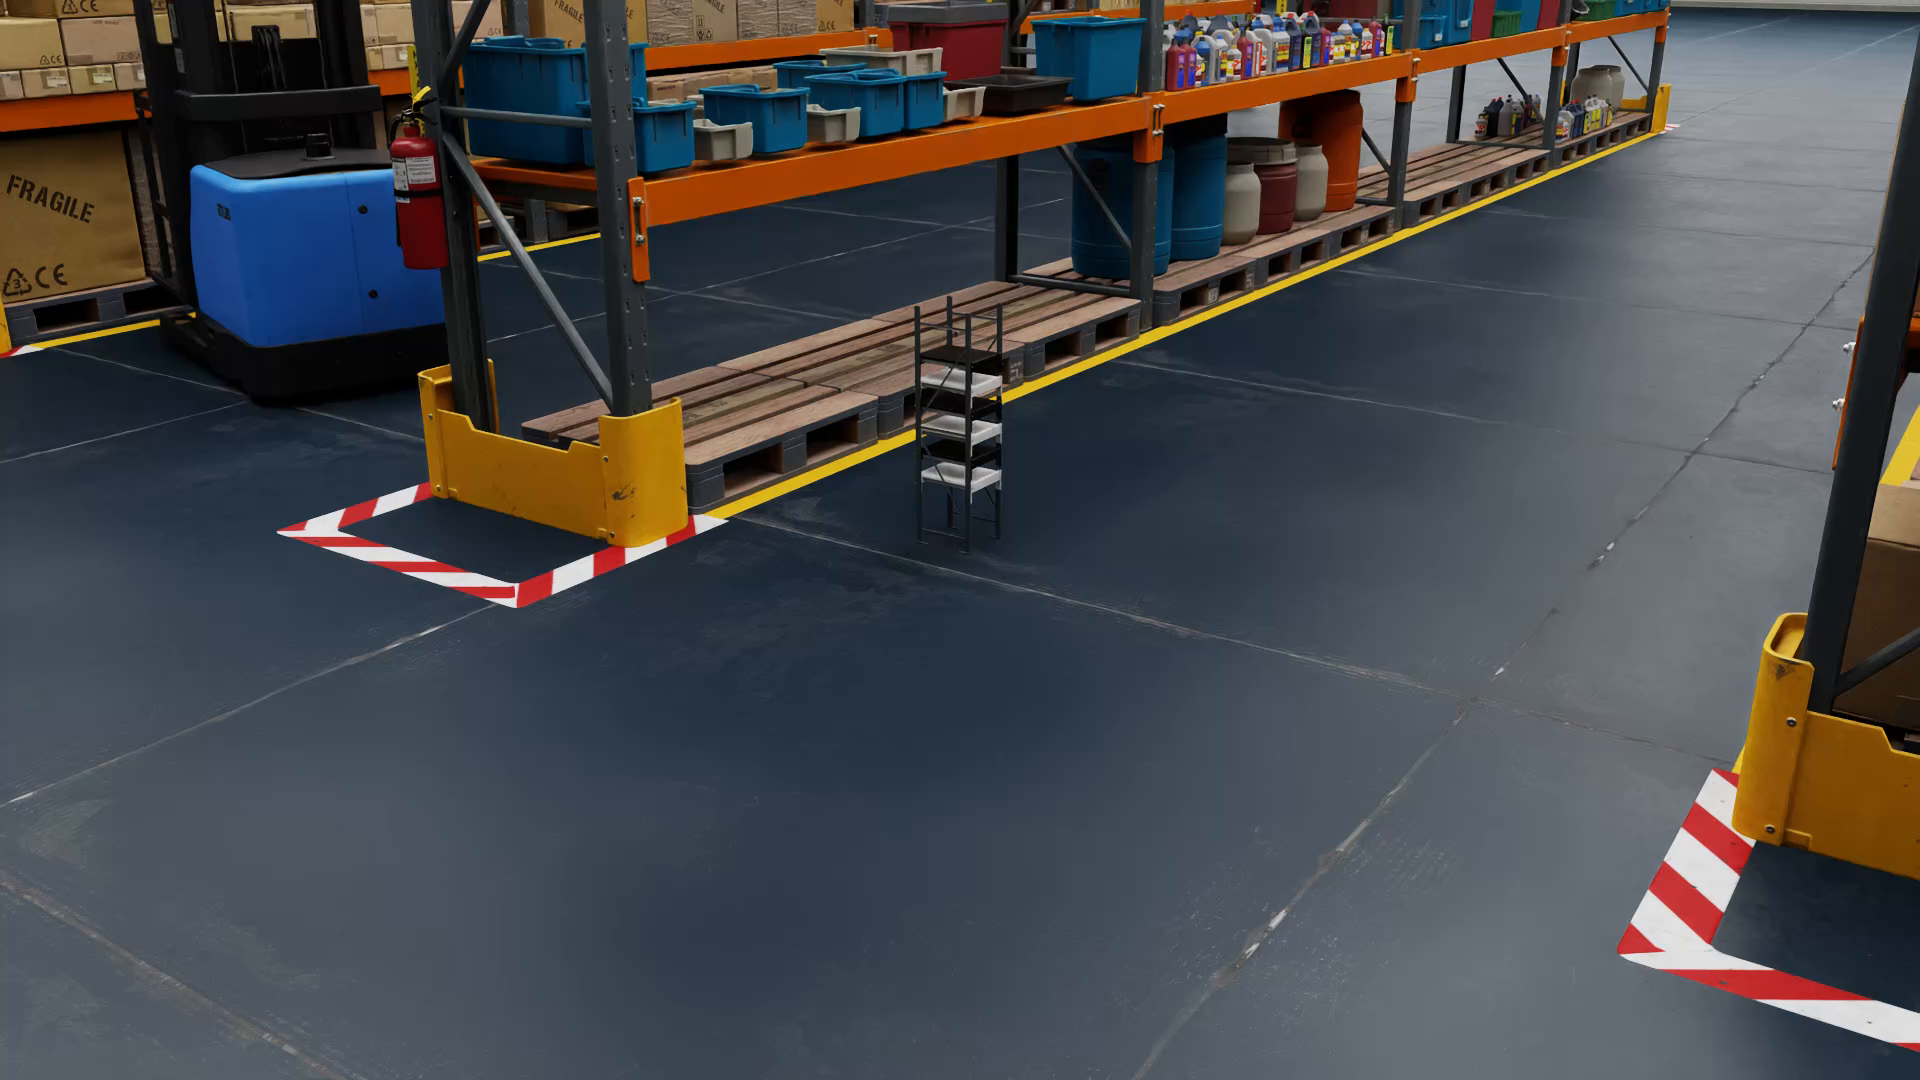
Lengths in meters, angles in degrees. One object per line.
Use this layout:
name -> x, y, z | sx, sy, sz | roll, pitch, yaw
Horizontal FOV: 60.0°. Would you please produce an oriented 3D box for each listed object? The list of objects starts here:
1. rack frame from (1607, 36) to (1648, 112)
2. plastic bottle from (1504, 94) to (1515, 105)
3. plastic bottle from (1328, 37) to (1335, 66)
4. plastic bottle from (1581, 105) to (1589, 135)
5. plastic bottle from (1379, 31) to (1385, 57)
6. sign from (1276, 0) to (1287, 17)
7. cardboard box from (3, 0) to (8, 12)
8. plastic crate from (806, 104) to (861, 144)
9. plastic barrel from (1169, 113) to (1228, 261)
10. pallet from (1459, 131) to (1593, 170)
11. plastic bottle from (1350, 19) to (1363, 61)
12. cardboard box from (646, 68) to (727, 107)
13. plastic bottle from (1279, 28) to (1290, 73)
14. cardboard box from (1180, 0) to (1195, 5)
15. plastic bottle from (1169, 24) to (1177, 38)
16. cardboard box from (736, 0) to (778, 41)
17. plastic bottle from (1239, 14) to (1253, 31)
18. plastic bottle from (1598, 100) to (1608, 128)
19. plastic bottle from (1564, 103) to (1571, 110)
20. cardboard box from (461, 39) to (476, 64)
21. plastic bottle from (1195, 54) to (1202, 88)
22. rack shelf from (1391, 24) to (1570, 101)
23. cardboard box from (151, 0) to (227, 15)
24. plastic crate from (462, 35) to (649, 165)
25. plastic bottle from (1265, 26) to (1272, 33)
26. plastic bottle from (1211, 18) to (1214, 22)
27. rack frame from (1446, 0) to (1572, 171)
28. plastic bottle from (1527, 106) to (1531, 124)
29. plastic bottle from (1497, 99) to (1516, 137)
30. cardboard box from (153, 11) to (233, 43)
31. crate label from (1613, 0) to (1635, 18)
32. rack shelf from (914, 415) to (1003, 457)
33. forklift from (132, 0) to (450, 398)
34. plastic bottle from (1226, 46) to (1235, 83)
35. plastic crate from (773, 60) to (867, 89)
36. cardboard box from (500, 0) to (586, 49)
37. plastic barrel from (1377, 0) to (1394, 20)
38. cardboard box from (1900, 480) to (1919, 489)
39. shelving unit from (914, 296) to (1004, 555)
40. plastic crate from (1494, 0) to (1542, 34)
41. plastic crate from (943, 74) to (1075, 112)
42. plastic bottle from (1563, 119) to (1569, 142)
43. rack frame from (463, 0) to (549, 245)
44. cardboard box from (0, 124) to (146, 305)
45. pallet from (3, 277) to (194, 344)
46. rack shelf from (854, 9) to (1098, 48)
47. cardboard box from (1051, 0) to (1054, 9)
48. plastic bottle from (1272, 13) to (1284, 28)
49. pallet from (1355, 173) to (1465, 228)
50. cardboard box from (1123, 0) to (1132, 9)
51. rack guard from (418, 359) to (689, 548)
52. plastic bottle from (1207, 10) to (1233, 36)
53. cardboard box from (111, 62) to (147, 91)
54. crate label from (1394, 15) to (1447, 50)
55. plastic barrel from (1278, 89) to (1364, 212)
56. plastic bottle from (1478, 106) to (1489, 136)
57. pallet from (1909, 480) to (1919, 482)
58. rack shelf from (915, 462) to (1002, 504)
rack frame -> 7.392, -6.132, 18.520 | 0.949, 2.616, 0.053 | 13, 24, 32
plastic bottle -> 5.560, -4.337, 16.850 | 0.144, 0.351, 0.185 | 13, 24, 31
plastic bottle -> 2.431, -3.253, 11.021 | 0.097, 0.201, 0.097 | 0, 20, 0
plastic bottle -> 6.177, -4.161, 16.470 | 0.061, 0.283, 0.133 | 15, 25, 34
plastic bottle -> 2.943, -3.515, 11.729 | 0.097, 0.201, 0.097 | 0, 20, 0
sign -> 2.439, -4.018, 12.569 | 0.100, 0.325, 0.005 | 13, 24, 32
cardboard box -> -7.823, -4.495, 13.520 | 0.500, 0.500, 0.500 | 13, 24, 30
plastic crate -> -0.558, -1.723, 6.892 | 0.250, 0.136, 0.298 | 13, 24, 32
plastic barrel -> 1.367, -2.258, 10.464 | 0.600, 0.901, 0.708 | 13, 24, 32
pallet -> 5.558, -3.861, 16.398 | 1.003, 0.211, 1.213 | 13, 24, 32
plastic bottle -> 2.704, -3.425, 11.387 | 0.097, 0.271, 0.097 | 0, 20, 0
cardboard box -> -2.602, -3.299, 13.318 | 1.225, 0.875, 0.875 | 12, 24, 30
plastic bottle -> 2.018, -3.075, 10.440 | 0.097, 0.271, 0.097 | 0, 20, 0
cardboard box -> 2.553, -6.407, 19.625 | 0.380, 0.149, 0.250 | 13, 24, 32
plastic bottle -> 1.298, -3.161, 10.667 | 0.152, 0.276, 0.135 | 13, 24, 32
cardboard box -> -1.845, -4.368, 13.605 | 0.500, 0.500, 0.500 | 12, 24, 30
plastic bottle -> 2.014, -3.558, 11.729 | 0.061, 0.283, 0.133 | 13, 24, 32
plastic bottle -> 6.561, -4.381, 17.078 | 0.152, 0.276, 0.135 | 13, 24, 32
plastic bottle -> 6.152, -4.262, 16.754 | 0.152, 0.276, 0.135 | 13, 24, 32
cardboard box -> -3.492, -3.311, 11.256 | 0.380, 0.149, 0.250 | 14, 24, 33
plastic bottle -> 1.333, -2.693, 9.507 | 0.097, 0.201, 0.097 | 0, 20, 0
rack shelf -> 4.022, -4.073, 13.989 | 1.077, 0.370, 4.000 | 13, 24, 32
cardboard box -> -4.635, -3.306, 9.586 | 0.500, 0.500, 0.500 | 13, 24, 30
plastic crate -> -1.565, -1.718, 6.449 | 0.616, 0.435, 0.499 | 13, 24, 32
plastic bottle -> 1.954, -3.131, 10.591 | 0.097, 0.271, 0.097 | 0, 20, 0
plastic bottle -> 1.700, -3.398, 11.296 | 0.061, 0.283, 0.133 | 13, 24, 32
rack frame -> 5.146, -4.984, 15.416 | 1.000, 3.000, 0.127 | 13, 24, 32
plastic bottle -> 5.925, -4.501, 17.408 | 0.097, 0.271, 0.097 | 0, 20, 0
plastic bottle -> 5.389, -4.161, 16.374 | 0.144, 0.351, 0.185 | 13, 24, 32
cardboard box -> -4.630, -2.955, 9.718 | 0.500, 0.250, 0.500 | 12, 24, 30
crate label -> 6.584, -5.568, 16.942 | 0.502, 0.435, 0.616 | 13, 24, 32
rack shelf -> -0.005, -0.388, 6.114 | 0.258, 0.077, 0.200 | 13, 24, 32
forklift -> -3.782, -2.503, 8.807 | 1.130, 2.935, 3.031 | -14, 25, -34
plastic bottle -> 1.573, -2.815, 9.838 | 0.097, 0.201, 0.097 | 0, 20, 0
plastic crate -> -0.657, -2.130, 7.854 | 0.416, 0.233, 0.300 | 13, 24, 32
cardboard box -> -2.982, -3.785, 12.029 | 0.500, 0.500, 0.500 | 13, 24, 32
plastic barrel -> 3.300, -4.226, 13.204 | 0.421, 0.512, 0.421 | 0, 20, 0
cardboard box -> 3.156, 0.038, 5.167 | 0.500, 0.250, 0.500 | 13, 24, 32
shelving unit -> -0.005, -0.420, 6.103 | 0.258, 0.900, 0.210 | 13, 24, 32
plastic crate -> 4.784, -4.600, 14.399 | 0.392, 0.384, 0.575 | 13, 24, 32
plastic crate -> 0.242, -2.214, 8.238 | 0.437, 0.125, 0.590 | 13, 24, 32
plastic bottle -> 5.802, -3.942, 15.999 | 0.097, 0.201, 0.097 | 0, 20, 0
rack frame -> -3.447, -3.655, 11.822 | 1.000, 3.000, 0.127 | 13, 24, 32
cardboard box -> -5.402, -1.907, 9.553 | 0.875, 0.875, 0.875 | 13, 24, 32
pallet -> -5.311, -1.444, 9.864 | 1.003, 0.211, 1.213 | 13, 24, 32
rack shelf -> -0.074, -5.039, 16.601 | 1.077, 0.370, 4.000 | 13, 24, 32
cardboard box -> 0.928, -5.951, 18.392 | 0.380, 0.149, 0.250 | 13, 24, 32
plastic bottle -> 2.299, -3.687, 12.095 | 0.097, 0.271, 0.097 | 0, 20, 0
pallet -> 3.365, -2.743, 13.377 | 1.003, 0.211, 1.213 | 13, 24, 32
cardboard box -> 1.689, -5.982, 18.474 | 0.380, 0.149, 0.250 | 13, 24, 32
rack guard -> -1.602, -0.359, 6.516 | 1.175, 0.500, 0.348 | 13, 24, 32
plastic bottle -> 1.716, -3.318, 10.983 | 0.144, 0.351, 0.185 | 13, 24, 32
cardboard box -> -4.791, -2.649, 9.465 | 0.380, 0.149, 0.250 | 13, 24, 31
crate label -> 3.445, -3.806, 12.471 | 0.303, 0.233, 0.416 | 13, 24, 32
plastic barrel -> 2.637, -2.872, 12.228 | 0.600, 0.830, 0.708 | 13, 24, 32
plastic bottle -> 5.144, -4.119, 16.358 | 0.061, 0.283, 0.133 | 15, 25, 34
pallet -> 3.672, 0.135, 5.597 | 1.003, 0.211, 1.213 | 13, 24, 32
rack shelf -> -0.005, -0.220, 6.177 | 0.258, 0.077, 0.200 | 13, 24, 32
